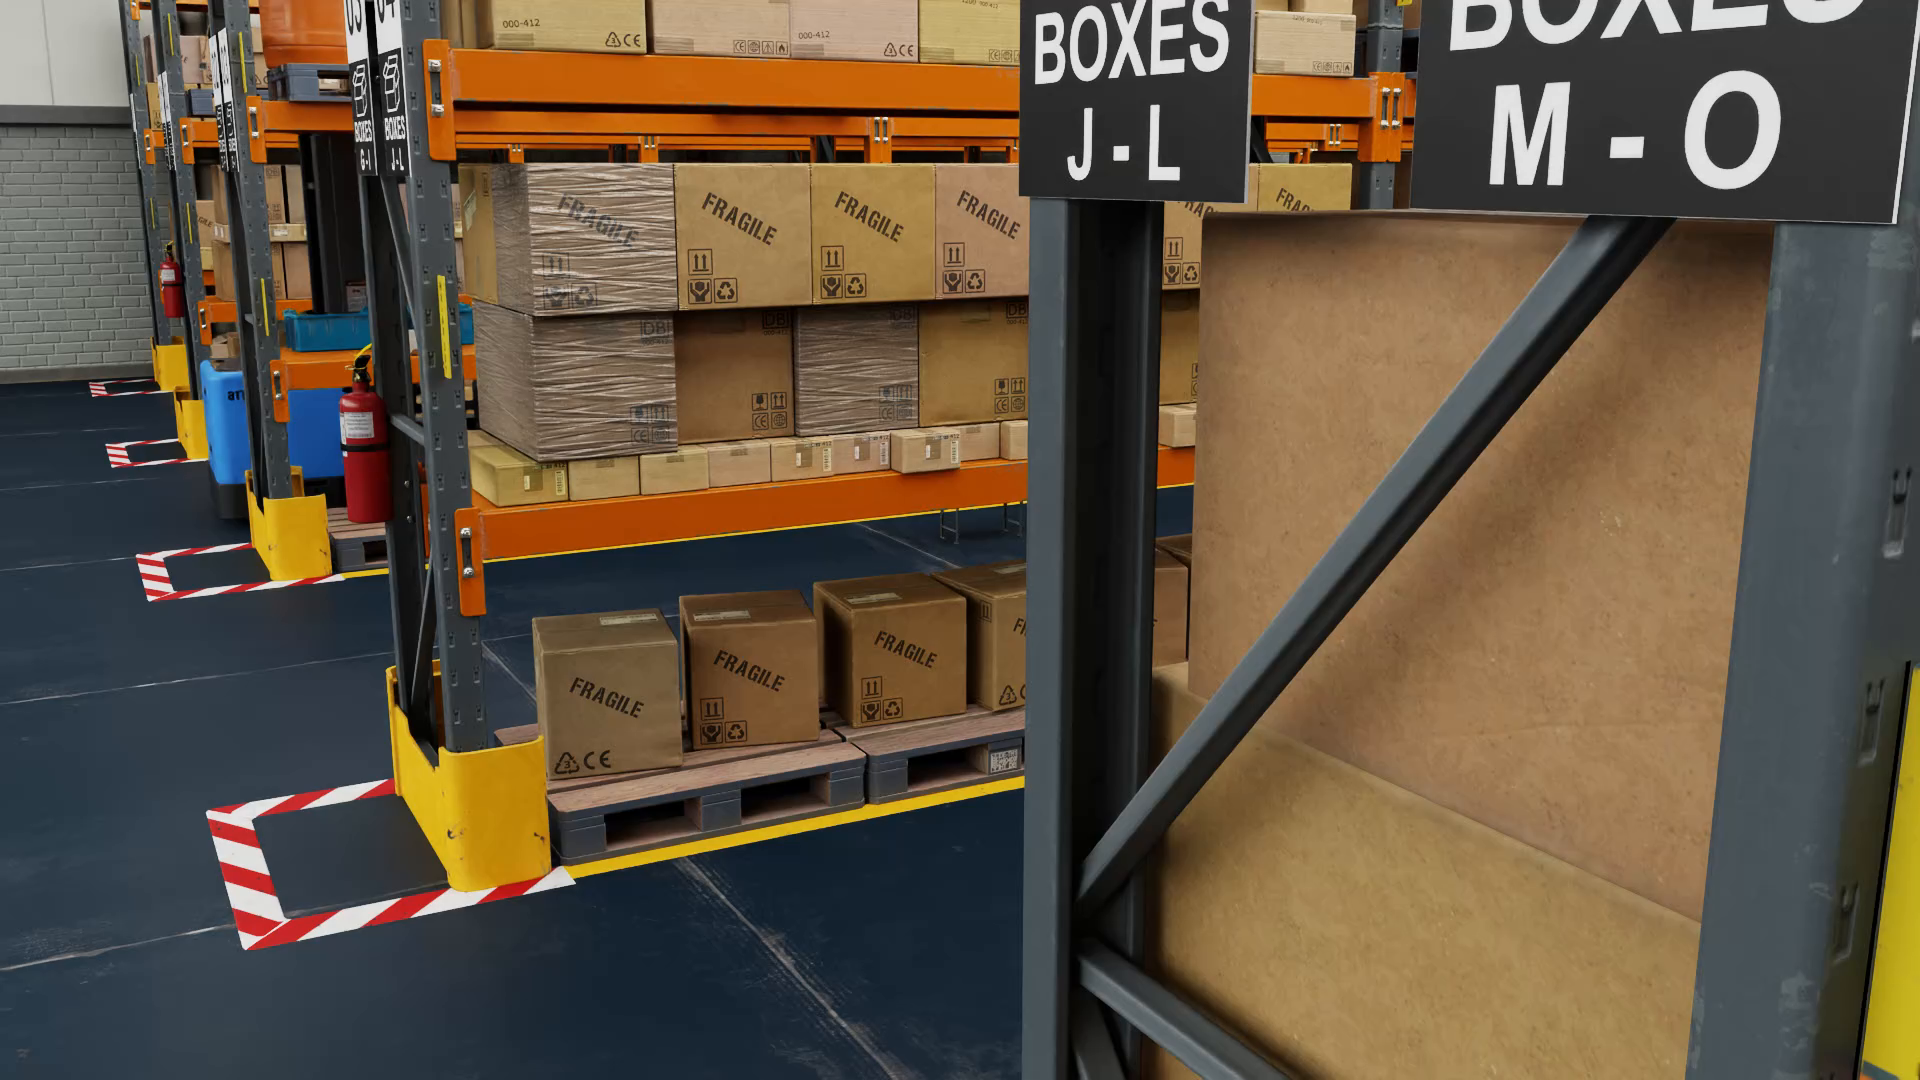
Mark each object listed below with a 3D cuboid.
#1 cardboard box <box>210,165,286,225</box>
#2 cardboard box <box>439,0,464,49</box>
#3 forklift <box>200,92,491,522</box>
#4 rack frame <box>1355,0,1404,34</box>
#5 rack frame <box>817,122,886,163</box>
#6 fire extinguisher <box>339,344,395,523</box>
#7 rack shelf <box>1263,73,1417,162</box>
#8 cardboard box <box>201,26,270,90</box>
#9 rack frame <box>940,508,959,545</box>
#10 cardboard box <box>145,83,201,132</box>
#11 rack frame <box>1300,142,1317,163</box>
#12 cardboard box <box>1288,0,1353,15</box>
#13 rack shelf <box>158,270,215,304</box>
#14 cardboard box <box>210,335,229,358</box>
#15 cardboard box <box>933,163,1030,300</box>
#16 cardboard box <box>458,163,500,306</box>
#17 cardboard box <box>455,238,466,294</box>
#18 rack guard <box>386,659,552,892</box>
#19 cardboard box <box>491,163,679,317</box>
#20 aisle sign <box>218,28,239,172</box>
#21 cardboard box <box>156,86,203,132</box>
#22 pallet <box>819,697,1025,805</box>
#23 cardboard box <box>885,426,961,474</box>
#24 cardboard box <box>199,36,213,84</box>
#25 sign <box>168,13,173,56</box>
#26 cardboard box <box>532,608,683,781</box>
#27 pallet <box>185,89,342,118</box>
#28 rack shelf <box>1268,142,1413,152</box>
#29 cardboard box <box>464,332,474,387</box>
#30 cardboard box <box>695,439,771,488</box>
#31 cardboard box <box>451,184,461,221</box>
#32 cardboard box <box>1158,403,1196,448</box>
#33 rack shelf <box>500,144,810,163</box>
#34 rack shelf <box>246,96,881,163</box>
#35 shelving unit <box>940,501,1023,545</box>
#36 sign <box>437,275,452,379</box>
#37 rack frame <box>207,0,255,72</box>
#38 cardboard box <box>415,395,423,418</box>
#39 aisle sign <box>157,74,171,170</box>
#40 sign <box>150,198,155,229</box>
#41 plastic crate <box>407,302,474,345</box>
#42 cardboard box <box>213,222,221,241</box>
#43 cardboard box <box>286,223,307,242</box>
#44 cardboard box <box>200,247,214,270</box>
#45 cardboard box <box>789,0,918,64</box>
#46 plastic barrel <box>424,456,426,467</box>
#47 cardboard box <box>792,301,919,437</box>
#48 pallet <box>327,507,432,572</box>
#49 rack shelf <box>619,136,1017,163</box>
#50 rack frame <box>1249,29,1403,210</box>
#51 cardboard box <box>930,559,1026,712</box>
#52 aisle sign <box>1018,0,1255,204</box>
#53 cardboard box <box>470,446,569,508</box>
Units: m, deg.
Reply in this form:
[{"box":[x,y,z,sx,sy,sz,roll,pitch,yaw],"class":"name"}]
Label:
[{"box":[-6.203,-3.012,14.480,0.500,0.500,0.700,-7,14,-28],"class":"cardboard box"},{"box":[-1.621,-1.859,6.046,0.500,0.250,0.500,-6,14,-27],"class":"cardboard box"},{"box":[-3.956,-1.749,12.206,3.031,2.935,1.130,-6,14,-26],"class":"forklift"},{"box":[1.589,-3.716,7.128,0.127,3.000,1.000,-7,14,-28],"class":"rack frame"},{"box":[-0.784,-1.744,12.028,0.127,3.000,1.000,-7,14,-28],"class":"rack frame"},{"box":[-2.243,-0.408,6.266,0.183,0.674,0.296,-7,14,-28],"class":"fire extinguisher"},{"box":[3.344,-2.113,8.471,4.000,0.370,1.077,-7,14,-28],"class":"rack shelf"},{"box":[-6.159,-4.125,14.264,0.637,0.503,0.797,-6,14,-24],"class":"cardboard box"},{"box":[-0.069,-0.577,10.941,0.015,1.200,0.240,-7,14,-28],"class":"rack frame"},{"box":[-8.629,-4.742,18.241,0.500,0.500,0.500,-6,14,-26],"class":"cardboard box"},{"box":[3.868,-3.541,20.011,0.127,3.000,1.000,-7,14,-28],"class":"rack frame"},{"box":[1.442,-2.285,7.030,0.250,0.149,0.380,-6,14,-26],"class":"cardboard box"},{"box":[-7.287,-3.092,19.655,4.000,0.370,1.077,-7,14,-28],"class":"rack shelf"},{"box":[-8.392,-2.191,19.135,0.500,0.311,0.500,-9,15,-34],"class":"cardboard box"},{"box":[0.008,-1.214,6.488,0.500,0.500,0.500,-7,14,-28],"class":"cardboard box"},{"box":[-1.558,-1.156,6.232,0.500,0.500,0.500,-7,14,-28],"class":"cardboard box"},{"box":[-4.892,-2.537,15.323,0.500,0.500,0.700,-6,14,-26],"class":"cardboard box"},{"box":[-1.855,0.843,6.226,0.348,0.500,1.175,-7,14,-28],"class":"rack guard"},{"box":[-1.309,-1.056,5.787,0.500,0.500,0.500,-7,14,-28],"class":"cardboard box"},{"box":[-4.218,-2.528,9.588,0.004,0.787,0.394,-7,14,-28],"class":"aisle sign"},{"box":[-8.797,-4.847,18.711,0.500,0.500,0.500,-6,14,-24],"class":"cardboard box"},{"box":[-0.056,0.777,7.174,1.213,0.211,1.003,-7,14,-28],"class":"pallet"},{"box":[-0.195,-0.369,6.491,0.250,0.149,0.380,-7,14,-28],"class":"cardboard box"},{"box":[-8.123,-5.279,18.352,0.500,0.500,0.500,-7,14,-29],"class":"cardboard box"},{"box":[-6.405,-4.099,13.489,0.005,0.325,0.100,-7,14,-28],"class":"sign"},{"box":[-1.366,0.583,6.422,0.500,0.500,0.500,-4,13,-17],"class":"cardboard box"},{"box":[-6.032,-3.768,14.390,1.213,0.211,1.003,-7,14,-28],"class":"pallet"},{"box":[5.623,-4.864,20.695,4.000,0.370,1.077,-7,14,-28],"class":"rack shelf"},{"box":[-4.770,-1.678,15.334,0.500,0.500,0.500,-7,14,-28],"class":"cardboard box"},{"box":[-0.893,-0.307,6.212,0.250,0.149,0.380,-7,14,-28],"class":"cardboard box"},{"box":[-4.862,-3.175,15.201,0.500,0.500,0.700,-7,14,-28],"class":"cardboard box"},{"box":[0.903,-0.501,7.075,0.250,0.149,0.380,-7,14,-28],"class":"cardboard box"},{"box":[-3.776,-4.976,21.196,4.000,0.370,1.077,-7,14,-28],"class":"rack shelf"},{"box":[-2.540,-2.646,10.842,4.000,0.370,1.077,-7,14,-28],"class":"rack shelf"},{"box":[0.145,-0.603,11.055,0.503,1.200,0.258,-7,14,-28],"class":"shelving unit"},{"box":[-1.662,-0.687,5.357,0.005,0.325,0.100,-7,14,-28],"class":"sign"},{"box":[-4.295,-4.250,9.499,0.127,3.000,1.000,-7,14,-28],"class":"rack frame"},{"box":[-5.212,-1.261,15.187,0.500,0.250,0.500,-7,14,-28],"class":"cardboard box"},{"box":[-6.864,-3.596,14.336,0.004,0.787,0.394,-7,14,-28],"class":"aisle sign"},{"box":[-8.782,-3.550,18.082,0.005,0.325,0.100,-7,14,-28],"class":"sign"},{"box":[-3.427,-1.428,10.963,0.408,0.251,0.499,-7,14,-28],"class":"plastic crate"},{"box":[-6.421,-2.721,14.661,0.250,0.149,0.380,-7,15,-29],"class":"cardboard box"},{"box":[-5.768,-2.698,14.559,0.250,0.149,0.380,-7,14,-28],"class":"cardboard box"},{"box":[-8.462,-3.159,18.612,0.500,0.250,0.500,-7,15,-29],"class":"cardboard box"},{"box":[-0.489,-1.867,6.082,0.500,0.250,0.500,-7,14,-28],"class":"cardboard box"},{"box":[-3.314,-0.451,10.992,0.421,0.512,0.421,0,13,0],"class":"plastic barrel"},{"box":[-0.585,-0.735,6.640,0.500,0.500,0.875,-7,14,-28],"class":"cardboard box"},{"box":[-3.535,-0.064,10.915,1.213,0.211,1.003,-7,14,-28],"class":"pallet"},{"box":[-1.399,-4.022,16.956,4.000,0.370,1.077,-7,14,-28],"class":"rack shelf"},{"box":[1.589,-0.790,7.786,0.127,3.000,1.000,-7,14,-28],"class":"rack frame"},{"box":[0.212,0.401,7.230,0.500,0.500,0.500,-8,15,-33],"class":"cardboard box"},{"box":[0.160,-0.721,1.560,0.004,0.787,0.394,-7,14,-28],"class":"aisle sign"},{"box":[-1.558,-0.230,5.873,0.250,0.149,0.380,-7,14,-28],"class":"cardboard box"}]
